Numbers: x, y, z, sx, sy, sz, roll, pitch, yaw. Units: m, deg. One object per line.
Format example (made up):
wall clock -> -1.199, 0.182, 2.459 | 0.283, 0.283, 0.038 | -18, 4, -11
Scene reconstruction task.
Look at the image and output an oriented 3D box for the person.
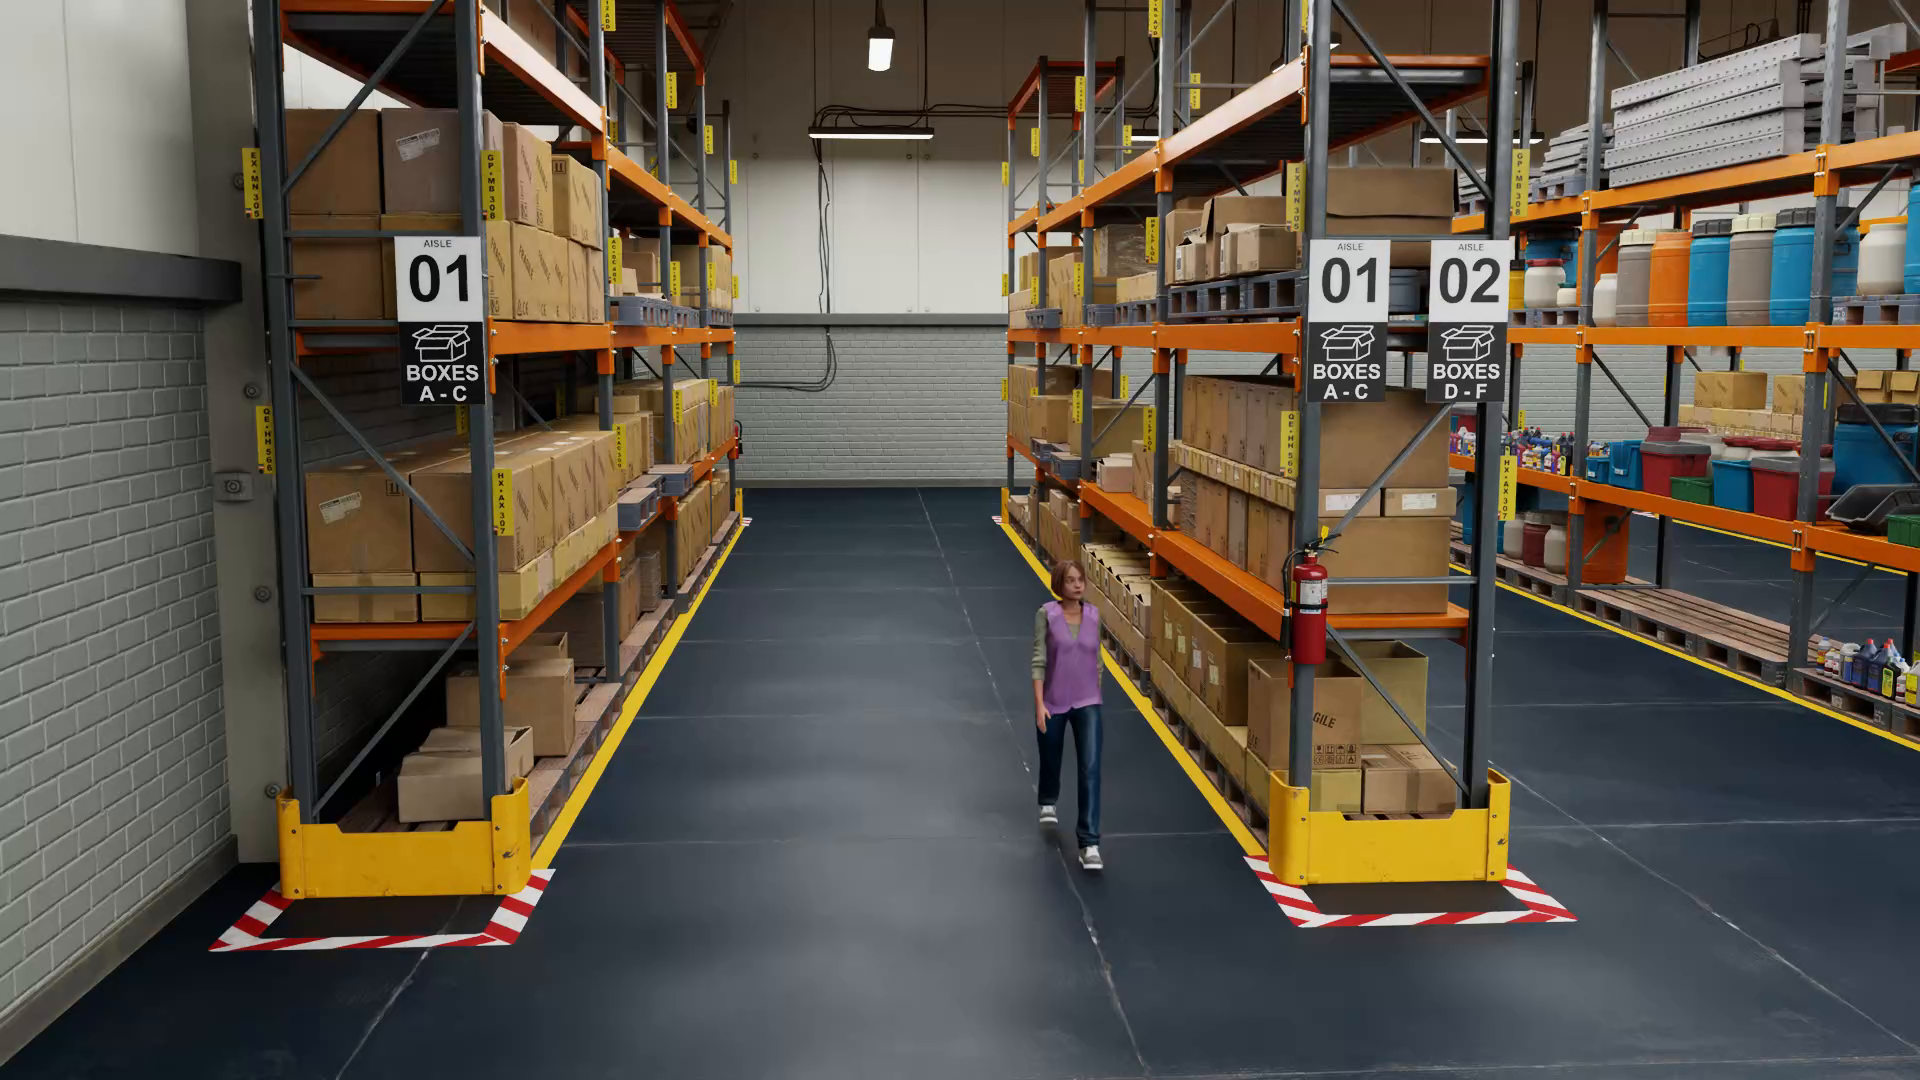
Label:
person -> 0.567, 0.876, 8.763 | 0.403, 1.532, 0.923 | 0, 7, -3
